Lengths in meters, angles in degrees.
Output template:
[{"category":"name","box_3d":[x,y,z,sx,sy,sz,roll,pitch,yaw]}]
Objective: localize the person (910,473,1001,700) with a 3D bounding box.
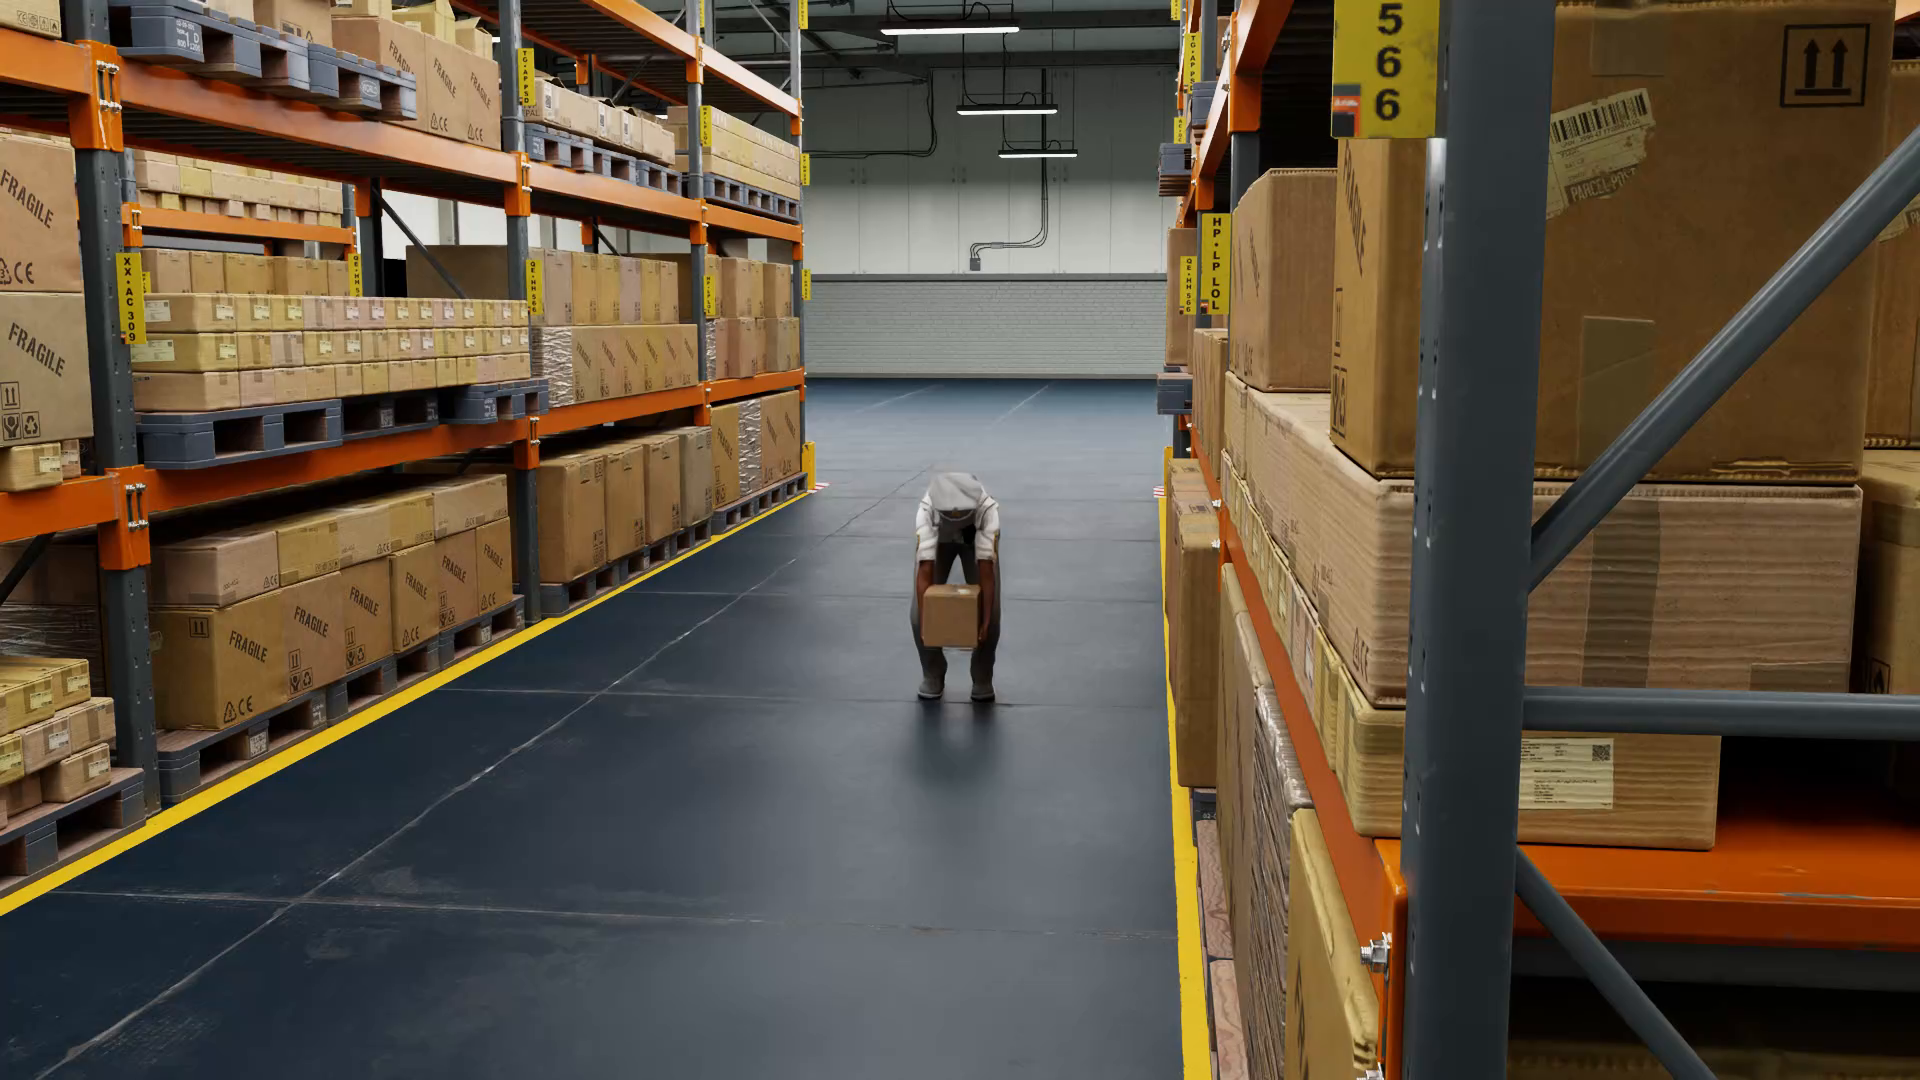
[{"category":"person","box_3d":[-0.029,0.226,8.030,0.447,1.158,0.924,1,8,4]}]
